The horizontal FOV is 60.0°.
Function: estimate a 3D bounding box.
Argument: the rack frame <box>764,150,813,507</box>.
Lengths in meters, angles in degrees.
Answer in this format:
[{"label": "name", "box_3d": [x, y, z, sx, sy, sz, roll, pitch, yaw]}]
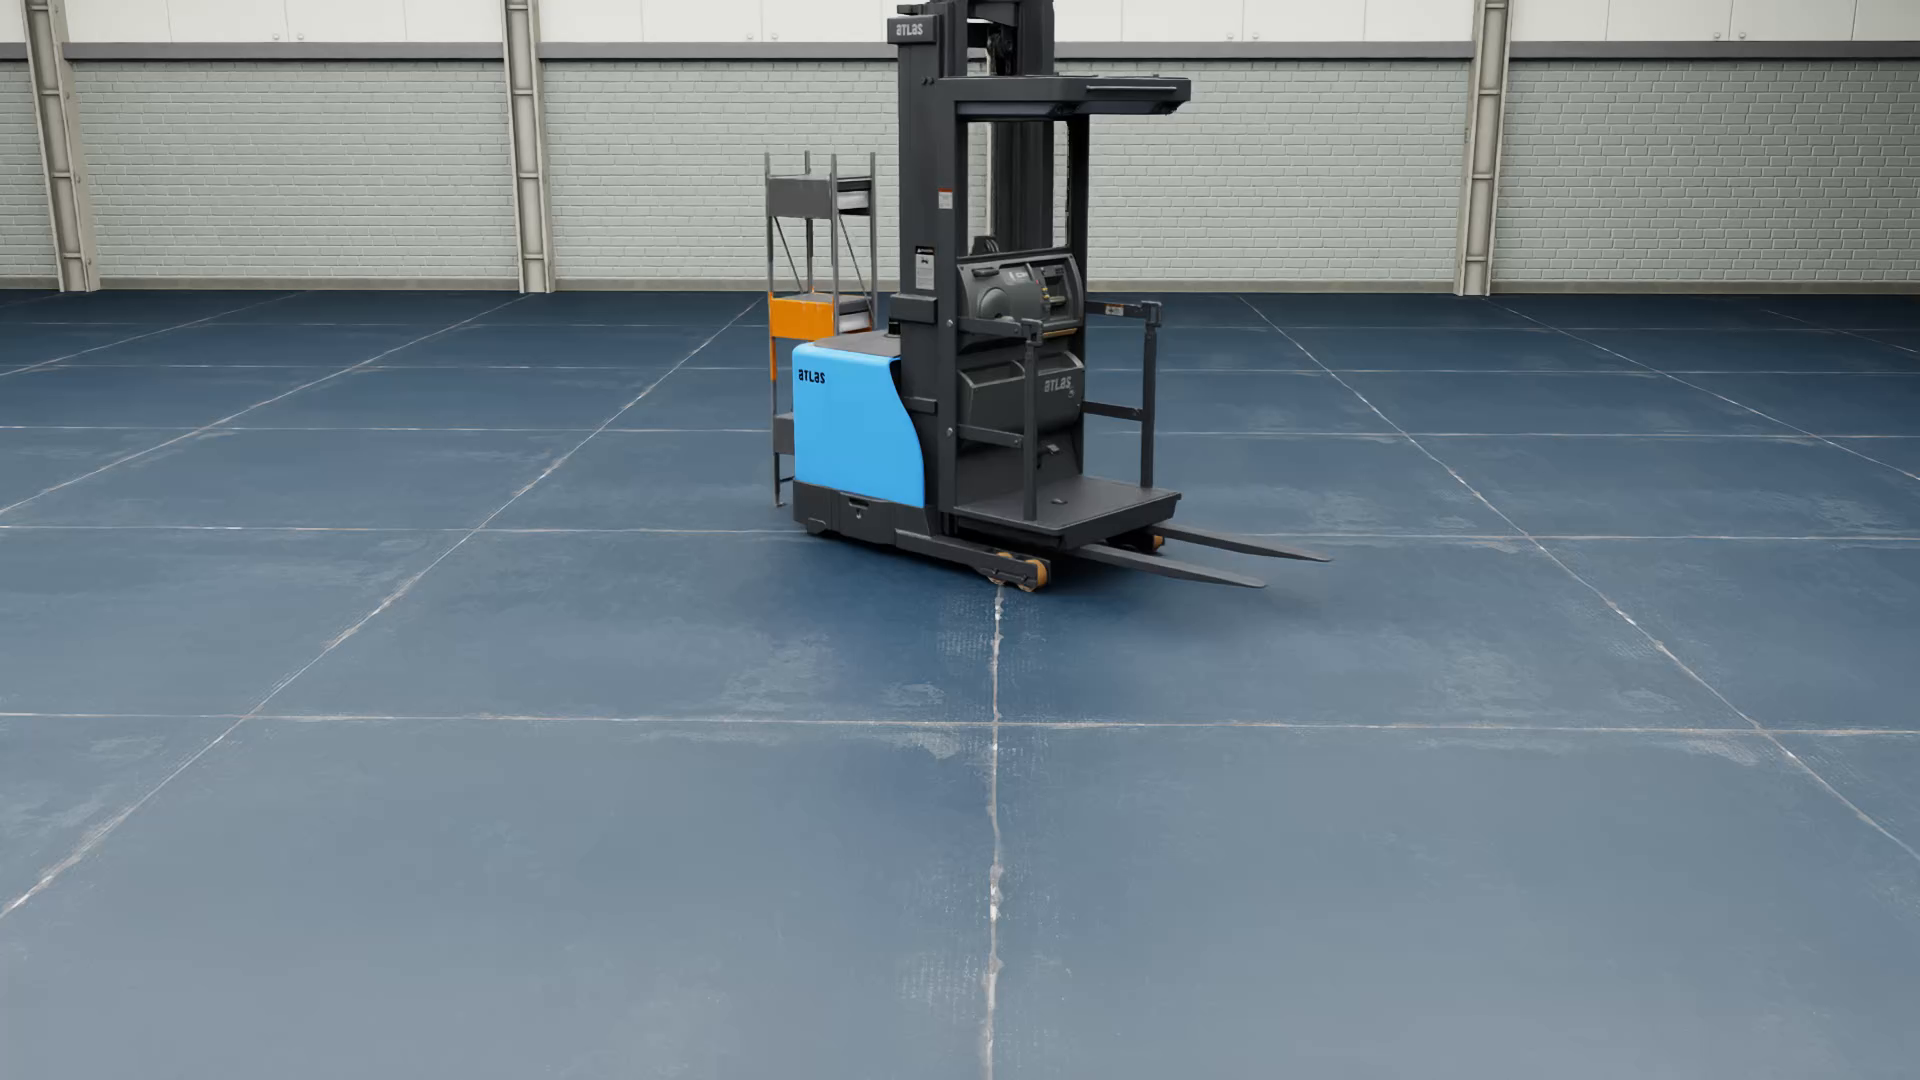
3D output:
[{"label": "rack frame", "box_3d": [-1.011, -1.260, 10.001, 0.015, 2.100, 0.400, 10, 18, 33]}]

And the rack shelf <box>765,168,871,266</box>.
[{"label": "rack shelf", "box_3d": [-0.809, -1.889, 9.694, 0.480, 0.518, 0.431, 10, 18, 33]}]

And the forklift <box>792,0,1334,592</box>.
[{"label": "forklift", "box_3d": [0.481, -1.307, 8.547, 3.031, 2.935, 1.130, 13, 20, 40]}]

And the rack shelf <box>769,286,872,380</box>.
[{"label": "rack shelf", "box_3d": [-0.809, -1.212, 9.873, 0.480, 0.518, 0.431, 10, 18, 33]}]

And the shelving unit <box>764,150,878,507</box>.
[{"label": "shelving unit", "box_3d": [-0.809, -1.226, 9.869, 0.503, 2.100, 0.431, 10, 18, 33]}]

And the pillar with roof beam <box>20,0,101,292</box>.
[{"label": "pillar with roof beam", "box_3d": [-11.574, -6.511, 16.379, 0.400, 9.000, 9.100, 0, 15, 1]}]

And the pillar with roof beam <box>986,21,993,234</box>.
[{"label": "pillar with roof beam", "box_3d": [0.422, -6.433, 16.083, 0.400, 9.000, 9.100, 0, 15, 1]}]

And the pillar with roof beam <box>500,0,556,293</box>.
[{"label": "pillar with roof beam", "box_3d": [-5.576, -6.472, 16.231, 0.400, 9.000, 9.100, 0, 15, 1]}]

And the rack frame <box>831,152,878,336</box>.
[{"label": "rack frame", "box_3d": [-0.607, -1.191, 9.737, 0.015, 2.100, 0.400, 10, 18, 33]}]

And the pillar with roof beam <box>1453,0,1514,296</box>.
[{"label": "pillar with roof beam", "box_3d": [6.420, -6.394, 15.935, 0.400, 9.000, 9.100, 0, 15, 1]}]

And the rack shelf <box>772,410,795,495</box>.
[{"label": "rack shelf", "box_3d": [-0.809, -0.536, 10.051, 0.480, 0.518, 0.431, 10, 18, 33]}]
